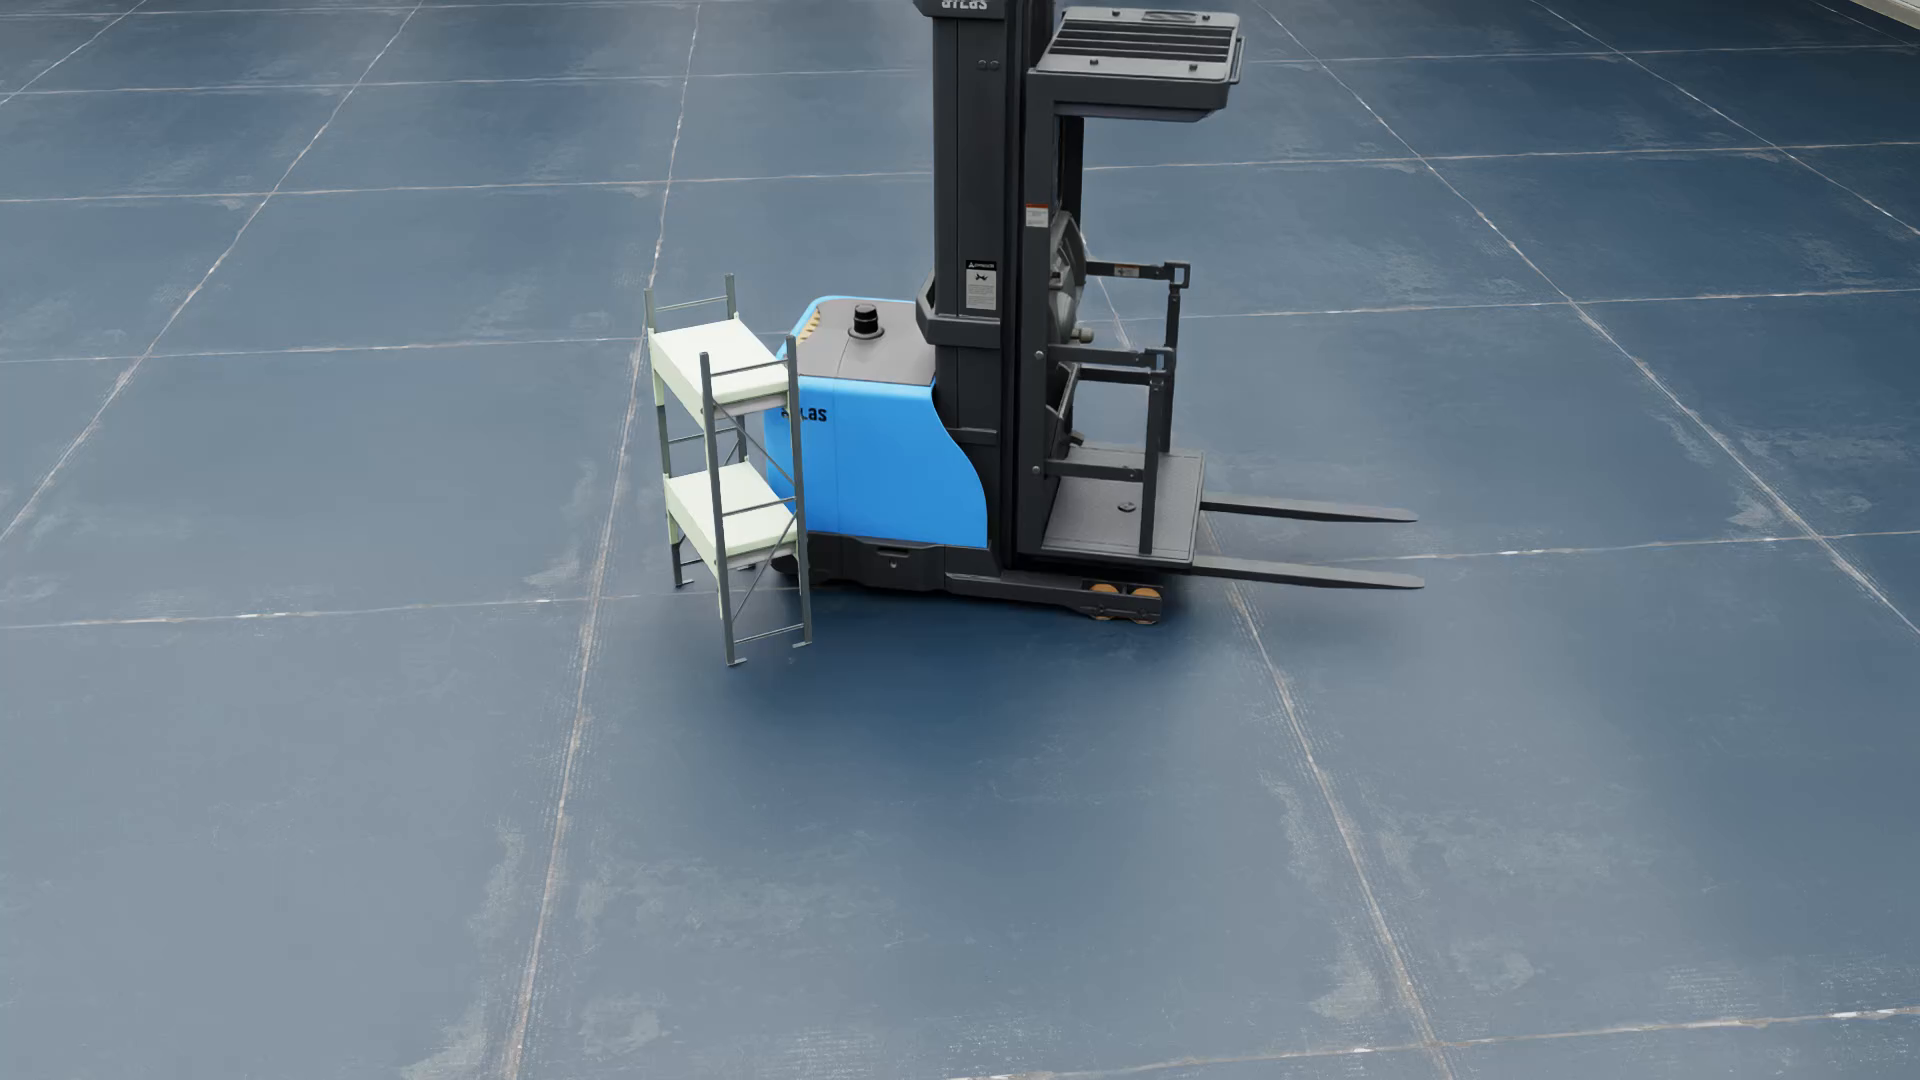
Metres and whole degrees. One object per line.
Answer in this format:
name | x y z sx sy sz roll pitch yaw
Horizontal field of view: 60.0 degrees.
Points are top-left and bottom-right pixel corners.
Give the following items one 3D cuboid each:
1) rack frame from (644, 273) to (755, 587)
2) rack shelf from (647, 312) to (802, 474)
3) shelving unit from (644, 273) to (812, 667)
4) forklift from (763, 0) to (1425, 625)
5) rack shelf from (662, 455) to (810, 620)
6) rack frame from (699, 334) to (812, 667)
rack frame | -1.172 -0.473 7.580 0.400 1.500 0.023 -14 34 -22
rack shelf | -1.009 -0.640 7.098 0.431 0.370 0.720 -14 34 -22
shelving unit | -1.009 -0.305 7.298 0.431 1.500 0.755 -14 34 -22
forklift | 0.662 -1.168 7.346 3.031 2.935 1.130 6 31 9
rack shelf | -1.009 -0.025 7.466 0.431 0.370 0.720 -14 34 -22
rack frame | -0.847 -0.137 7.017 0.400 1.500 0.023 -14 34 -22
